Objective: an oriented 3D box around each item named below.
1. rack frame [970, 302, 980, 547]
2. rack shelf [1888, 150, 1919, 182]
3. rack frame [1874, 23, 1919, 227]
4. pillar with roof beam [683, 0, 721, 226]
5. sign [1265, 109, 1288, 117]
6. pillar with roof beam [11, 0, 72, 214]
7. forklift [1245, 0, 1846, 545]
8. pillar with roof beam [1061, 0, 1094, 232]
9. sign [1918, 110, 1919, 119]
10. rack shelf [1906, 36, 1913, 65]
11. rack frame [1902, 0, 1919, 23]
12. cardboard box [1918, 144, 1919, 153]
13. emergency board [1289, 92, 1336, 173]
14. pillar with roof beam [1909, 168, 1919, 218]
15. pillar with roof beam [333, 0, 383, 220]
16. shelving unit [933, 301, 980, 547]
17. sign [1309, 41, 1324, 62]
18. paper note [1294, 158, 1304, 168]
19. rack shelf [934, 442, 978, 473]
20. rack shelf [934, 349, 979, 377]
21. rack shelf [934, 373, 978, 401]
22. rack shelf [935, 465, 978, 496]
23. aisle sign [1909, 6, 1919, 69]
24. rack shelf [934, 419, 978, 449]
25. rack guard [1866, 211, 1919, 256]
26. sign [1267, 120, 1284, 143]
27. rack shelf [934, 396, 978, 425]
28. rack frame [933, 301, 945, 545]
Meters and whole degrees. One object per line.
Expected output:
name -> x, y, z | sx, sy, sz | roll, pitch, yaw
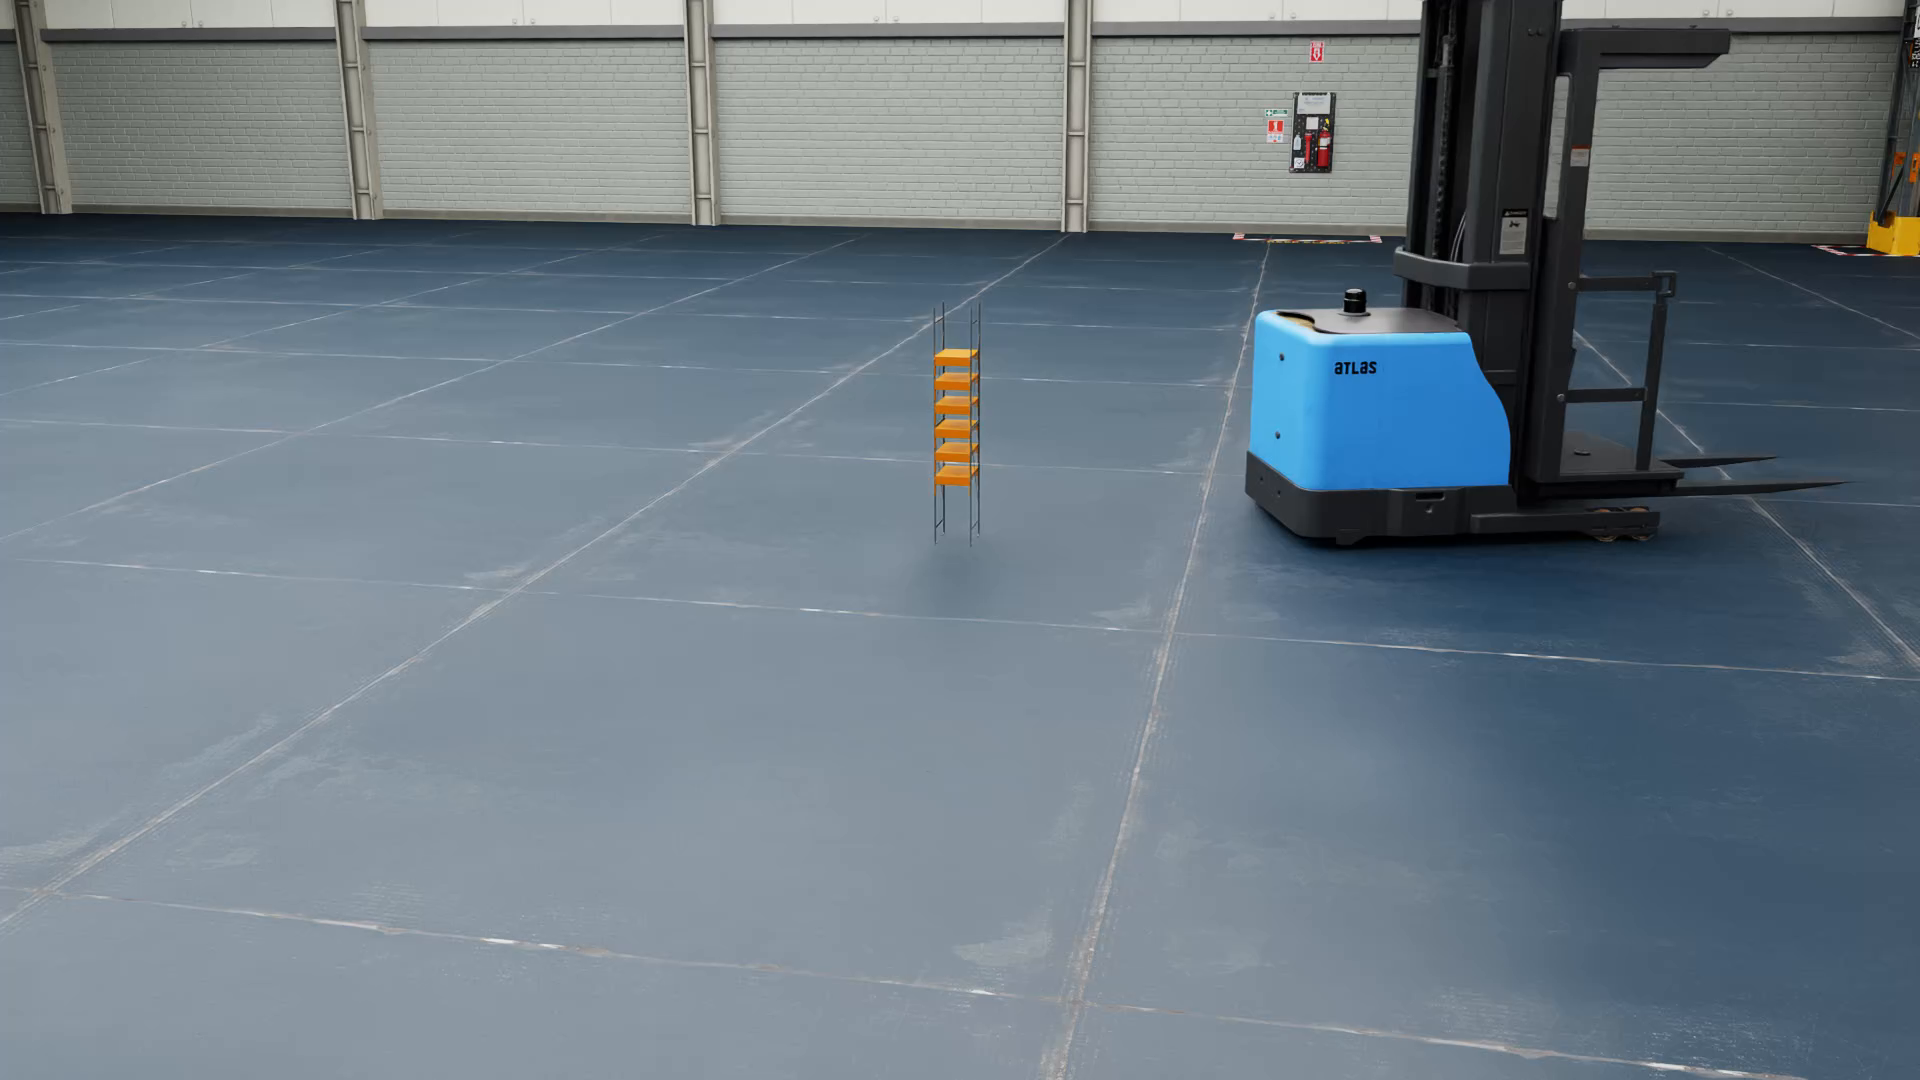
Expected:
rack frame -> 0.075, -0.574, 8.317 | 0.006, 1.200, 0.240 | 3, 16, 11
rack shelf -> 14.644, -4.950, 22.089 | 4.000, 0.370, 1.077 | 3, 16, 11
rack frame -> 12.684, -5.403, 22.377 | 0.127, 3.000, 1.000 | 3, 16, 11
pillar with roof beam -> -4.955, -8.314, 21.650 | 0.400, 9.000, 9.100 | 3, 16, 11
sign -> 4.730, -6.379, 24.841 | 0.331, 0.109, 0.001 | 3, 16, 11
pillar with roof beam -> -16.714, -8.953, 23.954 | 0.400, 9.000, 9.100 | 3, 16, 11
forklift -> 3.127, -1.540, 8.562 | 3.031, 2.935, 1.130 | -2, 16, -7
pillar with roof beam -> 0.925, -7.995, 20.497 | 0.400, 9.000, 9.100 | 3, 16, 11
sign -> 12.576, -5.678, 21.749 | 0.005, 0.325, 0.100 | 3, 16, 11
rack shelf -> 14.644, -6.395, 21.688 | 4.000, 0.370, 1.077 | 3, 16, 11
rack frame -> 12.684, -8.294, 21.576 | 0.127, 3.000, 1.000 | 3, 16, 11
cardboard box -> 13.181, -5.366, 22.487 | 0.500, 0.250, 0.500 | 3, 16, 12
emergency board -> 5.248, -6.052, 24.722 | 0.643, 1.169, 0.194 | 3, 16, 11
pillar with roof beam -> 12.684, -7.357, 18.193 | 0.400, 9.000, 9.100 | 3, 16, 11
pillar with roof beam -> -10.834, -8.633, 22.802 | 0.400, 9.000, 9.100 | 3, 16, 11
shelving unit -> -0.014, -0.579, 8.335 | 0.189, 1.200, 0.258 | 3, 16, 11
sign -> 5.260, -7.196, 24.508 | 0.199, 0.298, 0.001 | 3, 16, 11
paper note -> 5.089, -5.655, 24.939 | 0.142, 0.148, 0.016 | 3, 16, 11
rack shelf -> -0.014, -0.421, 8.379 | 0.180, 0.103, 0.258 | 3, 16, 11
rack shelf -> -0.014, -0.883, 8.250 | 0.180, 0.103, 0.258 | 3, 16, 11
rack shelf -> -0.014, -0.767, 8.282 | 0.180, 0.103, 0.258 | 3, 16, 11
rack shelf -> -0.014, -0.305, 8.411 | 0.180, 0.103, 0.258 | 3, 16, 11
aisle sign -> 12.554, -6.581, 21.760 | 0.004, 0.787, 0.394 | 3, 16, 11
rack shelf -> -0.014, -0.536, 8.346 | 0.180, 0.103, 0.258 | 3, 16, 11
rack guard -> 12.758, -4.194, 22.696 | 0.348, 0.500, 1.175 | 3, 16, 11
sign -> 4.727, -6.126, 24.921 | 0.234, 0.329, 0.001 | 3, 16, 11
rack shelf -> -0.014, -0.652, 8.314 | 0.180, 0.103, 0.258 | 3, 16, 11
rack frame -> -0.104, -0.584, 8.352 | 0.006, 1.200, 0.240 | 3, 16, 11
